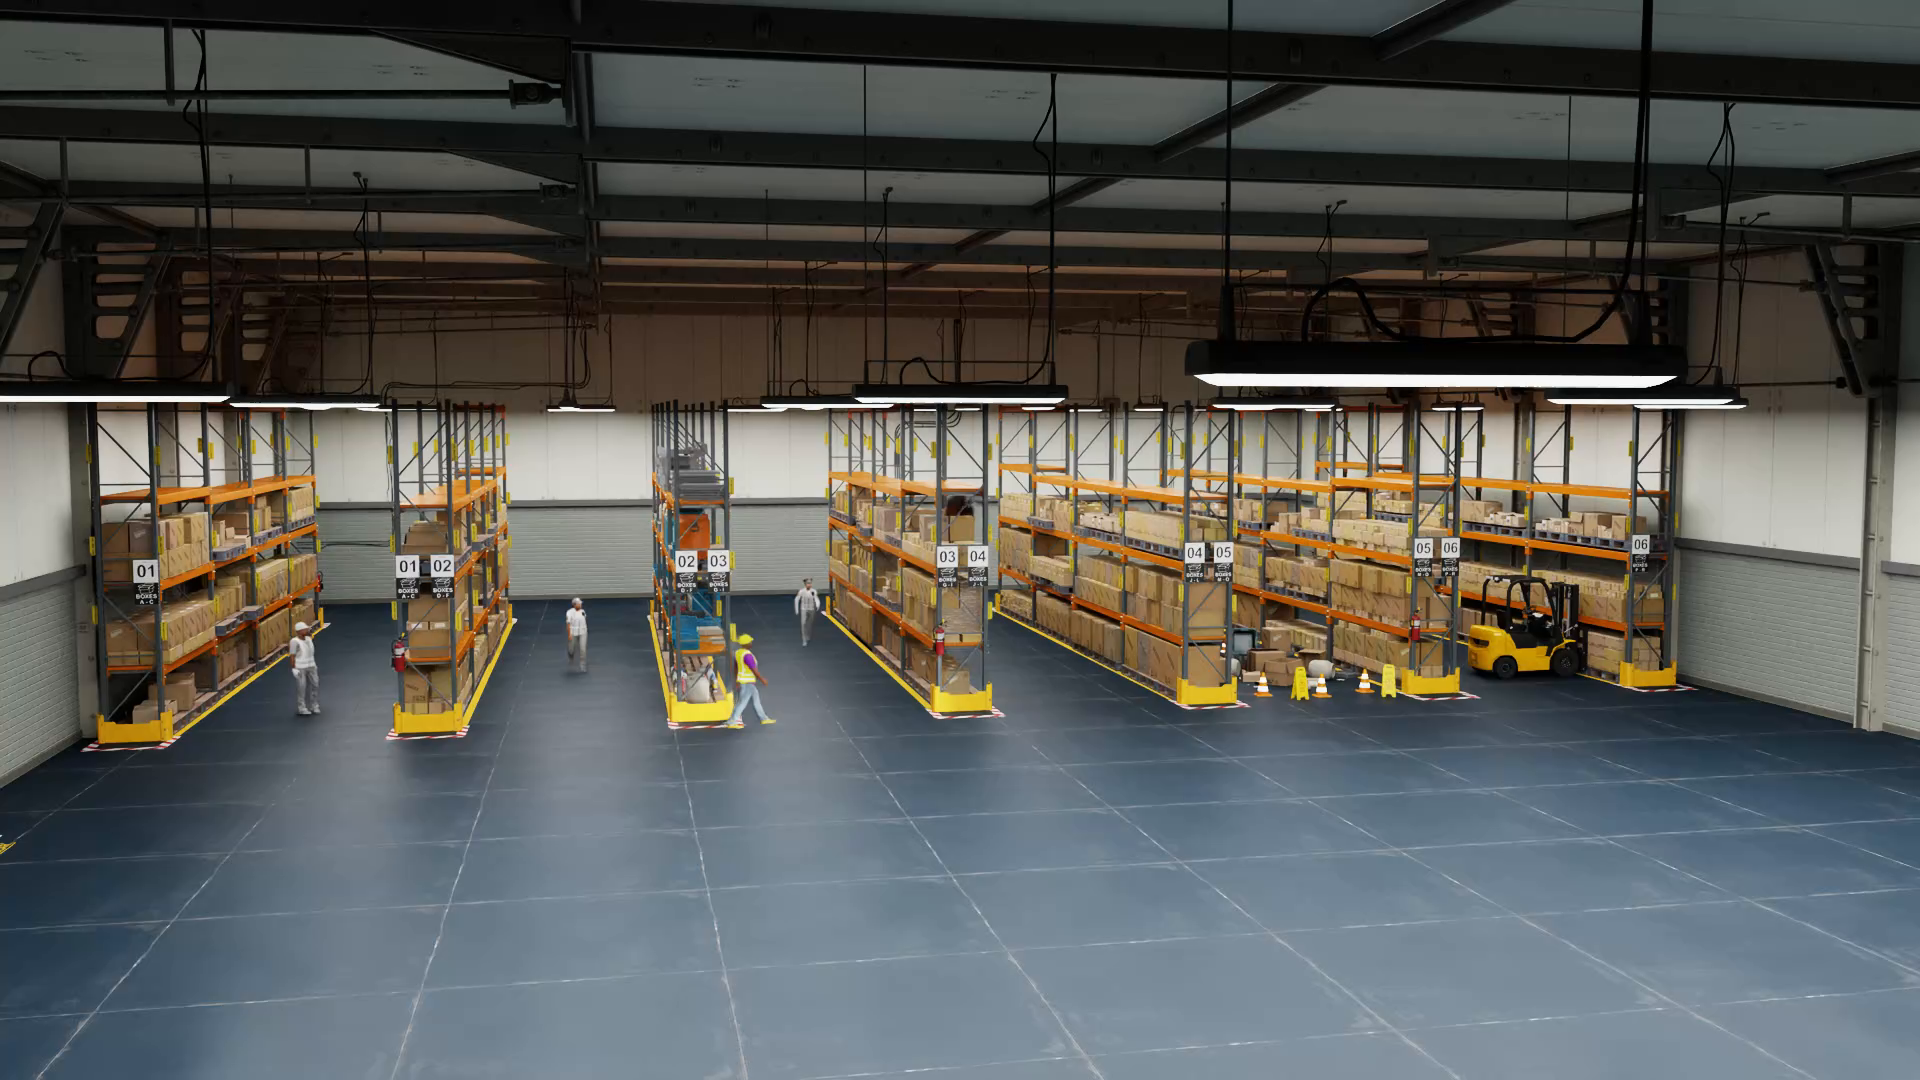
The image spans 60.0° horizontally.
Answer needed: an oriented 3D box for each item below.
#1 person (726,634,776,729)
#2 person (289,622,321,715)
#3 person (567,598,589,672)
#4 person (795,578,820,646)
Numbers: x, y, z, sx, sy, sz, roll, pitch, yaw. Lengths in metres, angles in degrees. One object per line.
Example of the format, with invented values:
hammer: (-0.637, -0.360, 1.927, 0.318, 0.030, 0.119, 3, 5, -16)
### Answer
person: (-3.789, 2.558, 30.302, 1.008, 1.701, 0.611, -2, 5, -23)
person: (-12.517, 2.455, 31.771, 0.415, 1.805, 0.647, 3, 5, 34)
person: (-8.519, 2.101, 37.080, 0.490, 1.631, 0.665, -1, 4, -15)
person: (-3.815, 1.775, 41.598, 0.605, 1.674, 0.958, -1, 4, -8)
